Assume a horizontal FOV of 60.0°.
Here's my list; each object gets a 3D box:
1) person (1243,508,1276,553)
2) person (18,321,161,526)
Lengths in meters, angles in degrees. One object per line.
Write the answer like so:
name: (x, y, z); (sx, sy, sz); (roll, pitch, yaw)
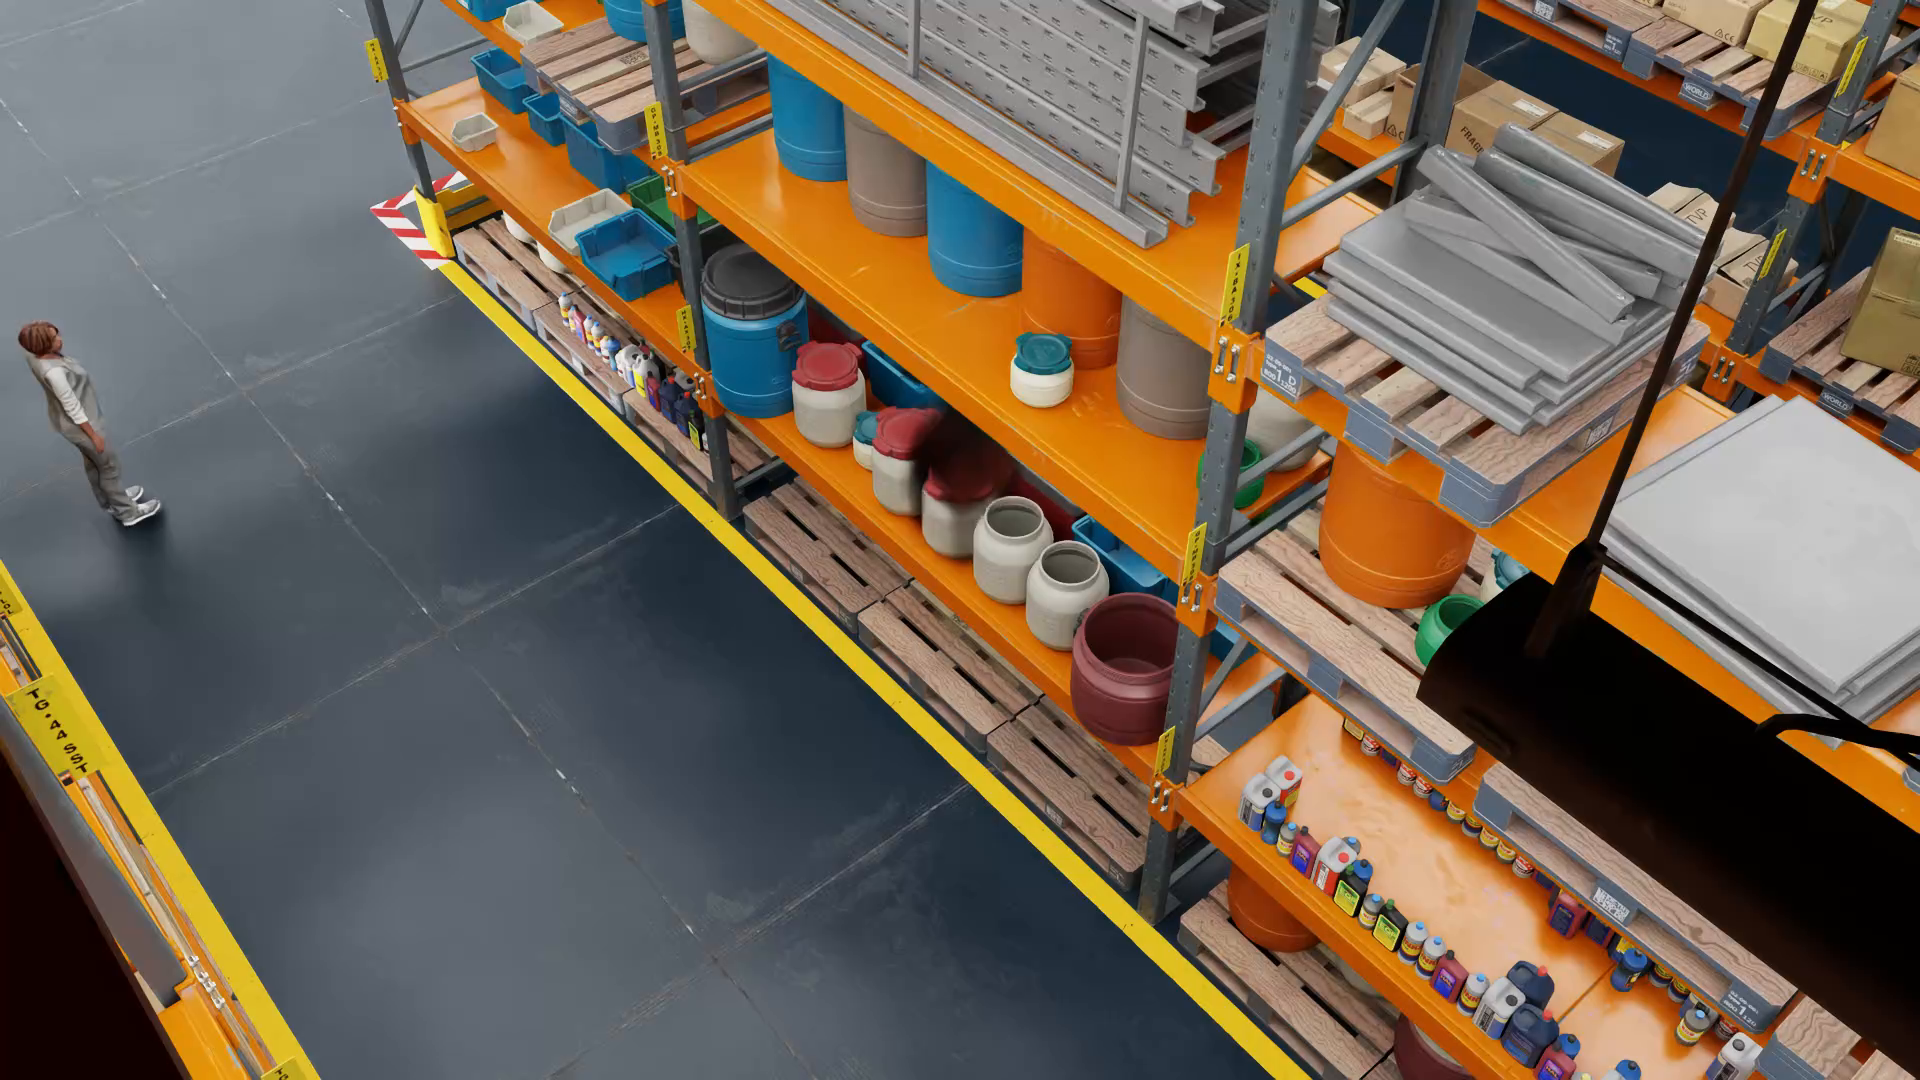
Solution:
person: (1.728, -0.560, 9.983); (0.773, 1.816, 0.868); (-28, 53, -24)
person: (-5.565, -0.751, 10.579); (0.343, 1.601, 0.463); (-35, 56, -29)
